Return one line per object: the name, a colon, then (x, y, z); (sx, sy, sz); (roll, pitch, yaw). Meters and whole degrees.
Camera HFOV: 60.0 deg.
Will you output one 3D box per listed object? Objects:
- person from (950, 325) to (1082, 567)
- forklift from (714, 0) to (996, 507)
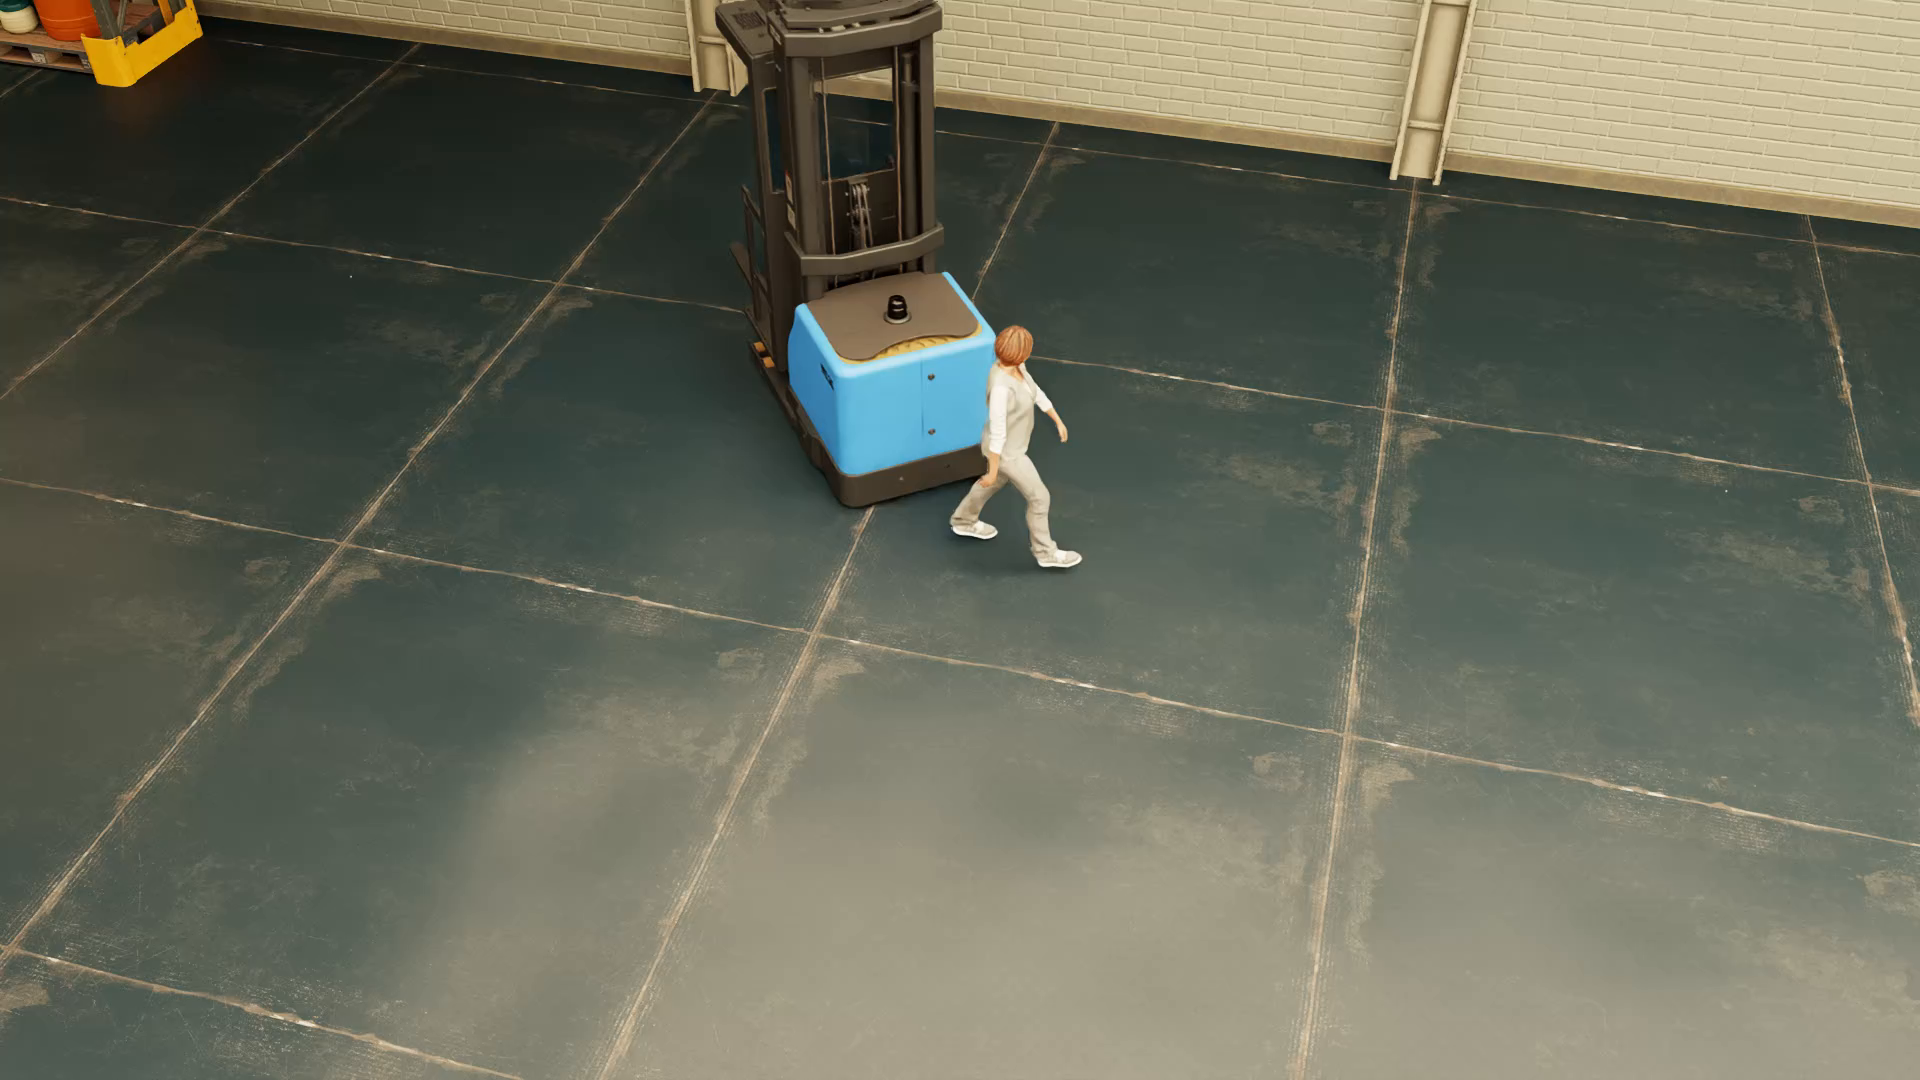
person: (0.326, -0.512, 9.449); (0.806, 1.544, 0.529); (4, 41, 4)
forklift: (-0.804, -2.283, 10.466); (1.130, 2.935, 3.031); (-15, 44, -17)
